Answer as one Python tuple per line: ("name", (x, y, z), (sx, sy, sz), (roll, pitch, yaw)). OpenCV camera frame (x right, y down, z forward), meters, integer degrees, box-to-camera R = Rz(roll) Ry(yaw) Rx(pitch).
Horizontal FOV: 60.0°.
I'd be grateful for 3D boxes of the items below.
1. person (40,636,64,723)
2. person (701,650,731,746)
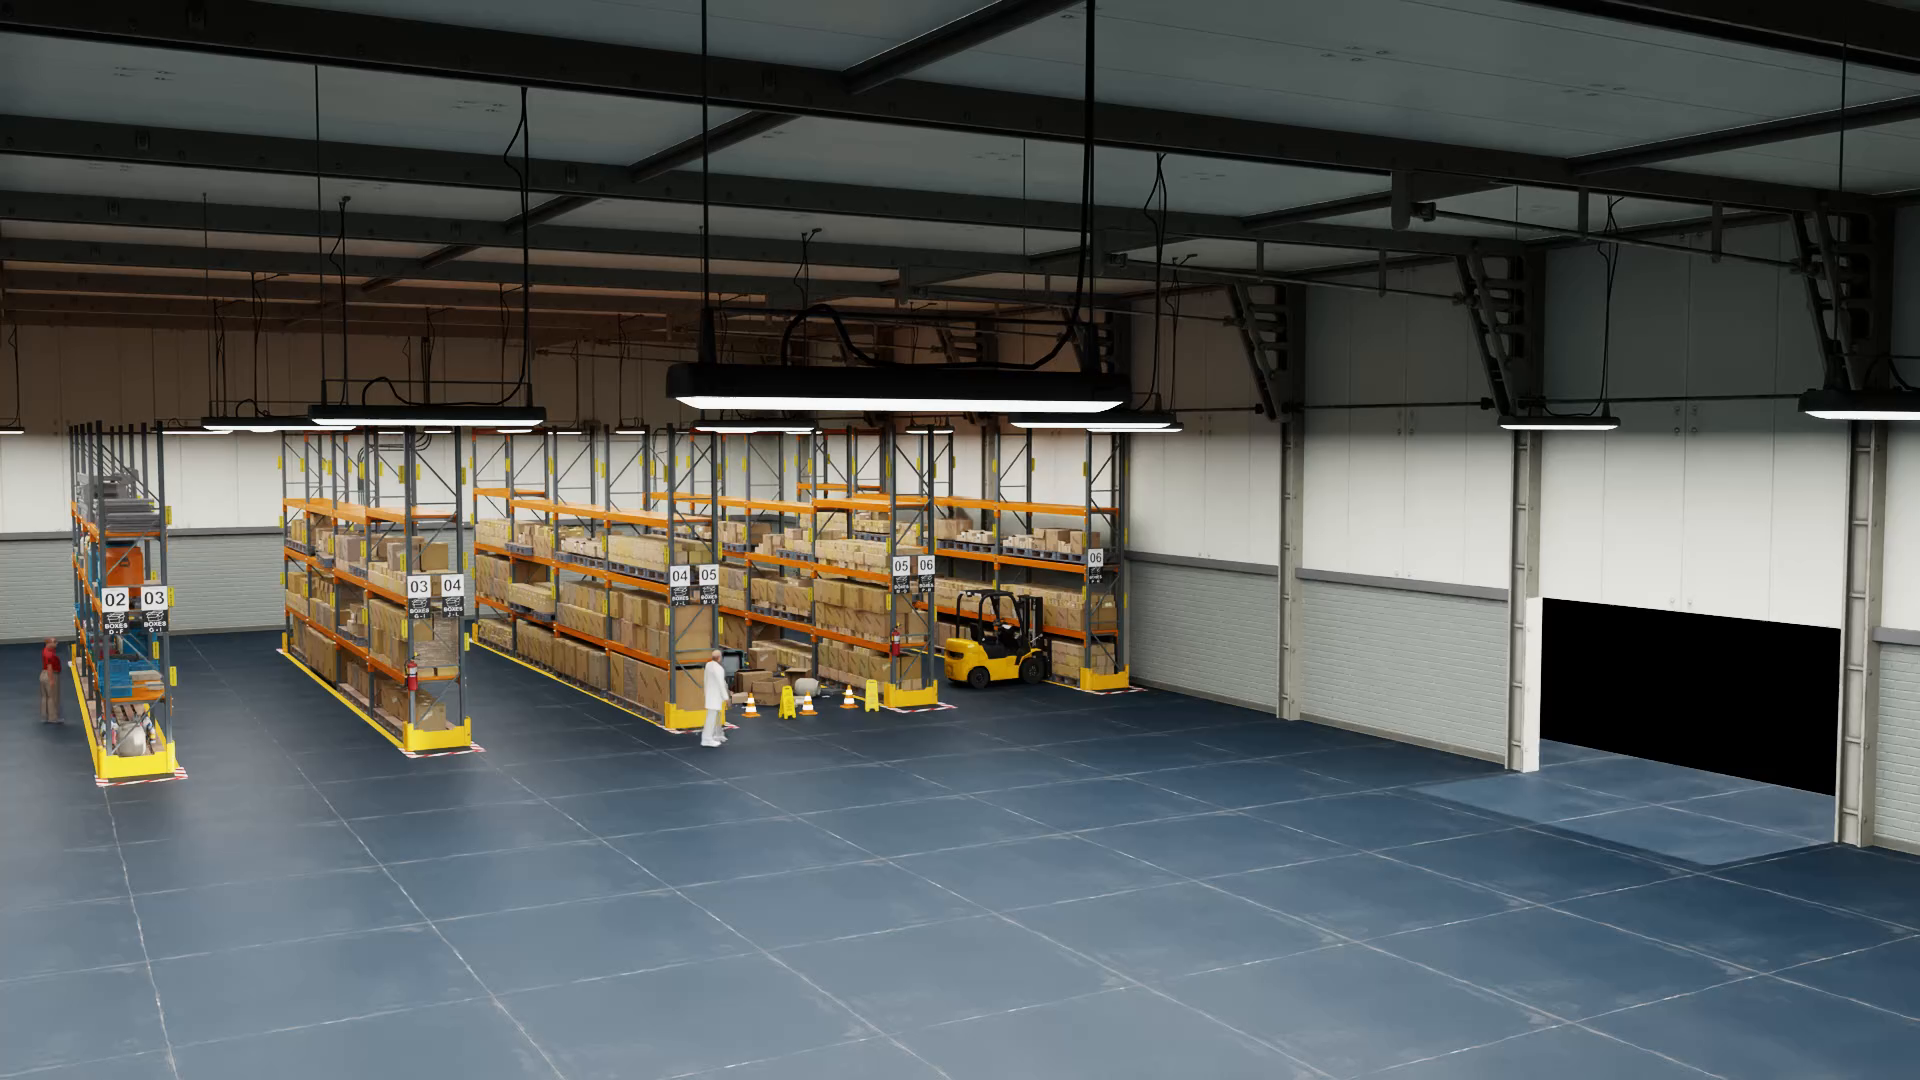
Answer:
("person", (-18.178, 2.790, 33.302), (0.588, 1.731, 0.362), (3, 5, 43))
("person", (-4.567, 2.933, 30.995), (0.612, 1.806, 0.758), (-1, 4, -18))
